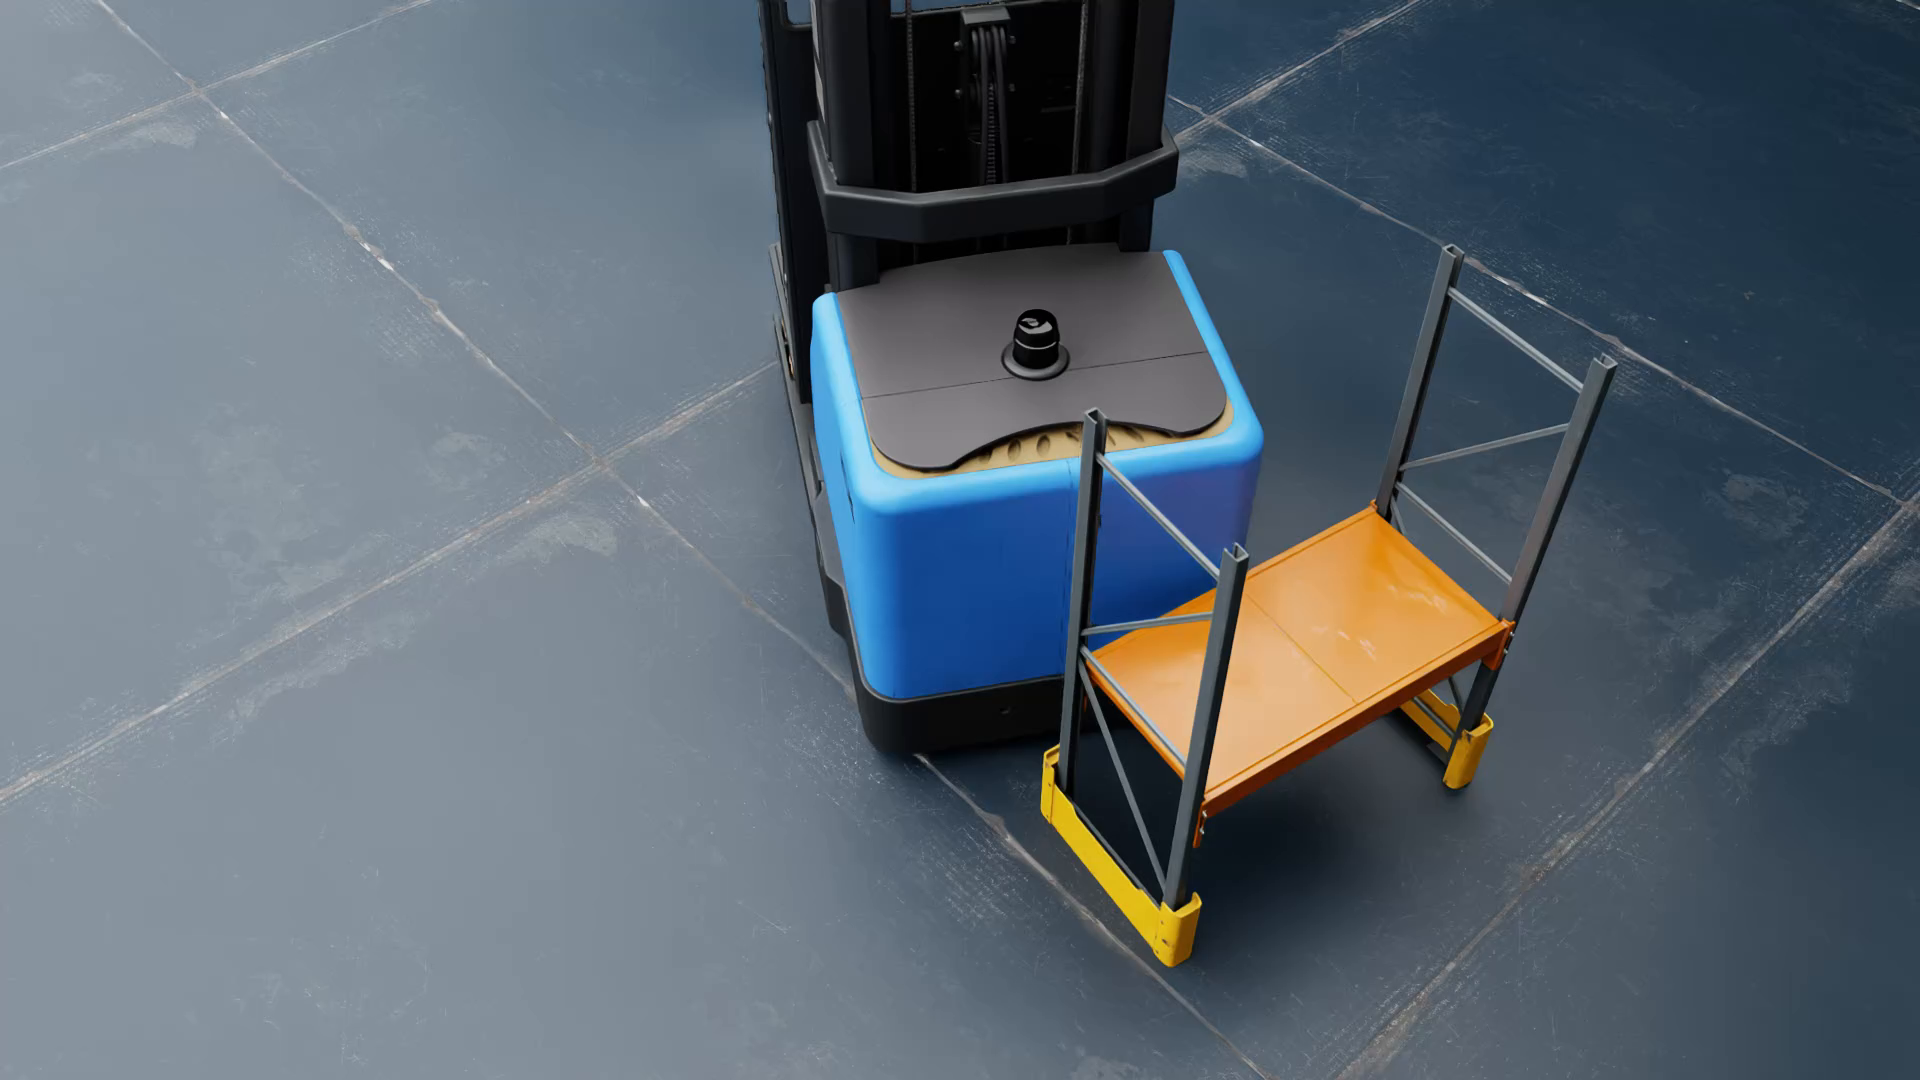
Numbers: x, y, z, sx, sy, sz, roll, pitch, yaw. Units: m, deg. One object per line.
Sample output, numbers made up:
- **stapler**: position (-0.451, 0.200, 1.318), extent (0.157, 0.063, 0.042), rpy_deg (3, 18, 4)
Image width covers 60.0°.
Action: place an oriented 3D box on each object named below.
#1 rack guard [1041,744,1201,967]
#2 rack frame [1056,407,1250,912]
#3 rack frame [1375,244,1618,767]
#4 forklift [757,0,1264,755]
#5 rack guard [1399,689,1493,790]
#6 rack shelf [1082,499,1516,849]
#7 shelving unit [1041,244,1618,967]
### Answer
- **rack guard**: position (0.407, 0.814, 4.329), extent (0.087, 0.250, 0.587), rpy_deg (-25, 52, -22)
- **rack frame**: position (0.406, 0.391, 3.869), extent (0.032, 1.500, 0.500), rpy_deg (-25, 52, -22)
- **rack frame**: position (1.259, -0.016, 4.244), extent (0.032, 1.500, 0.500), rpy_deg (-25, 52, -22)
- **forklift**: position (-0.031, -1.502, 4.642), extent (1.130, 2.935, 3.031), rpy_deg (-8, 48, -8)
- **rack guard**: position (1.243, 0.416, 4.696), extent (0.087, 0.250, 0.587), rpy_deg (-25, 52, -22)
- **rack shelf**: position (0.833, 0.309, 4.189), extent (1.000, 0.185, 0.538), rpy_deg (-25, 52, -22)
- **shelving unit**: position (0.825, 0.191, 4.053), extent (1.083, 1.500, 0.587), rpy_deg (-25, 52, -22)
